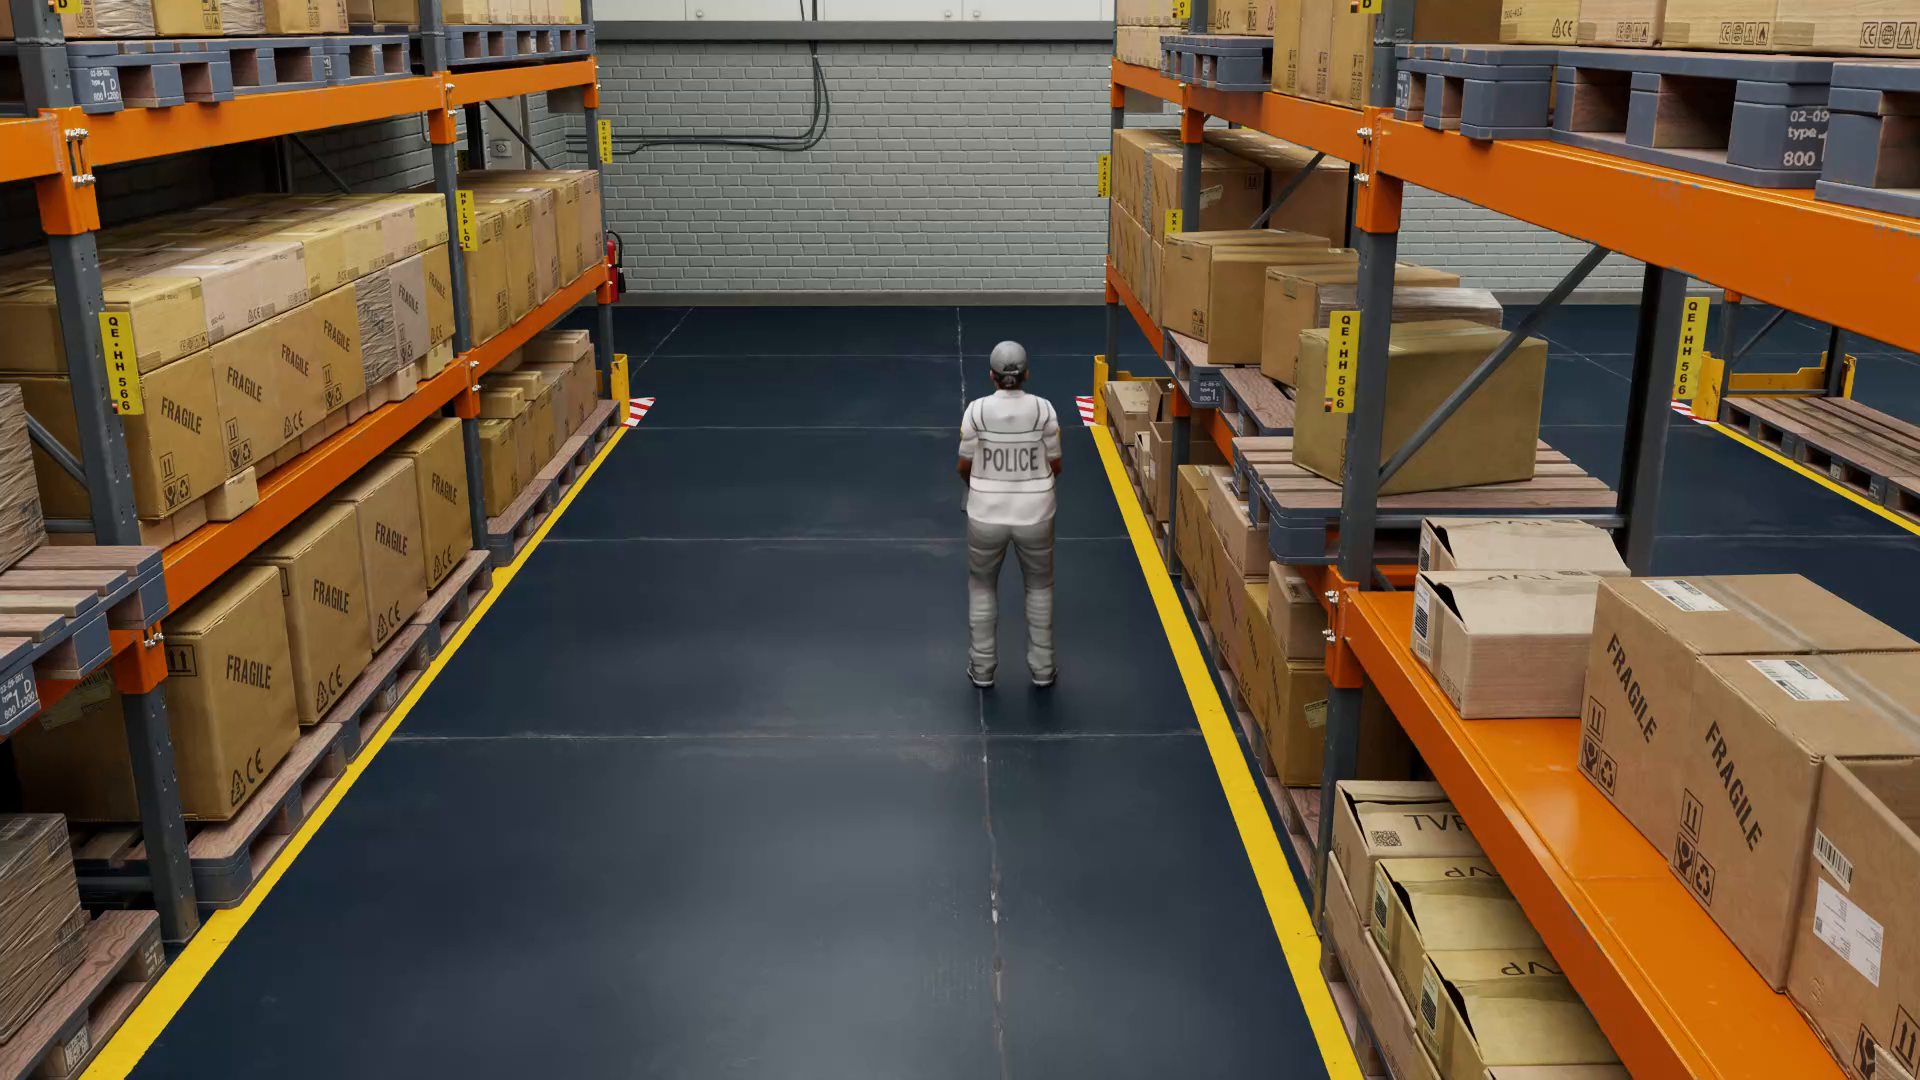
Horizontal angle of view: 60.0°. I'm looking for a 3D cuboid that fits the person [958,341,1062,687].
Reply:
[{"bbox_3d":[0.236,-0.123,7.922,0.493,1.671,0.491,0,17,0],"label":"person"}]
